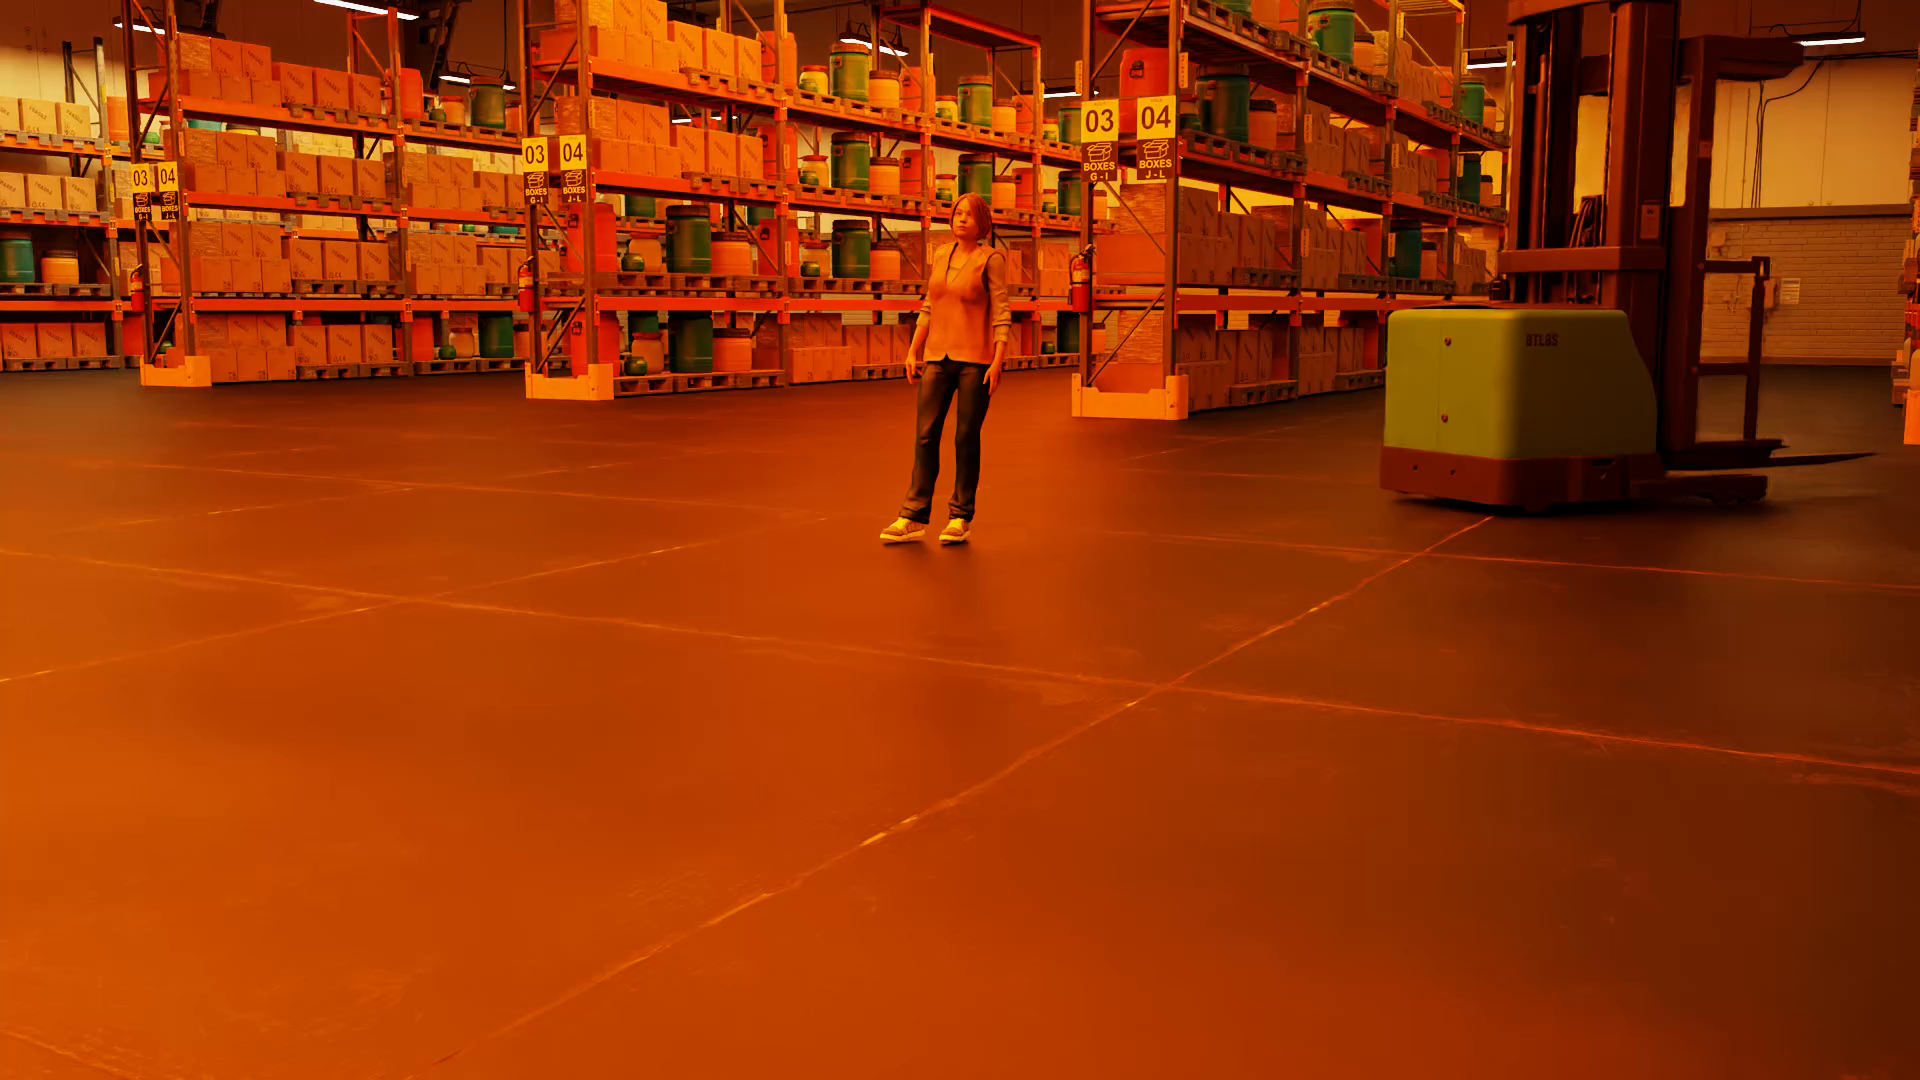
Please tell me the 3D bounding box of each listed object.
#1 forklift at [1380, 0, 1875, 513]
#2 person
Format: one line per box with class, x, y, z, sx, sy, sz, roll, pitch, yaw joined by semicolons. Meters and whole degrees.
forklift;3.942;-1.702;9.428;3.031;2.935;1.130;-4;9;-24
person;-0.048;-0.790;7.647;0.520;1.596;0.475;4;9;29
